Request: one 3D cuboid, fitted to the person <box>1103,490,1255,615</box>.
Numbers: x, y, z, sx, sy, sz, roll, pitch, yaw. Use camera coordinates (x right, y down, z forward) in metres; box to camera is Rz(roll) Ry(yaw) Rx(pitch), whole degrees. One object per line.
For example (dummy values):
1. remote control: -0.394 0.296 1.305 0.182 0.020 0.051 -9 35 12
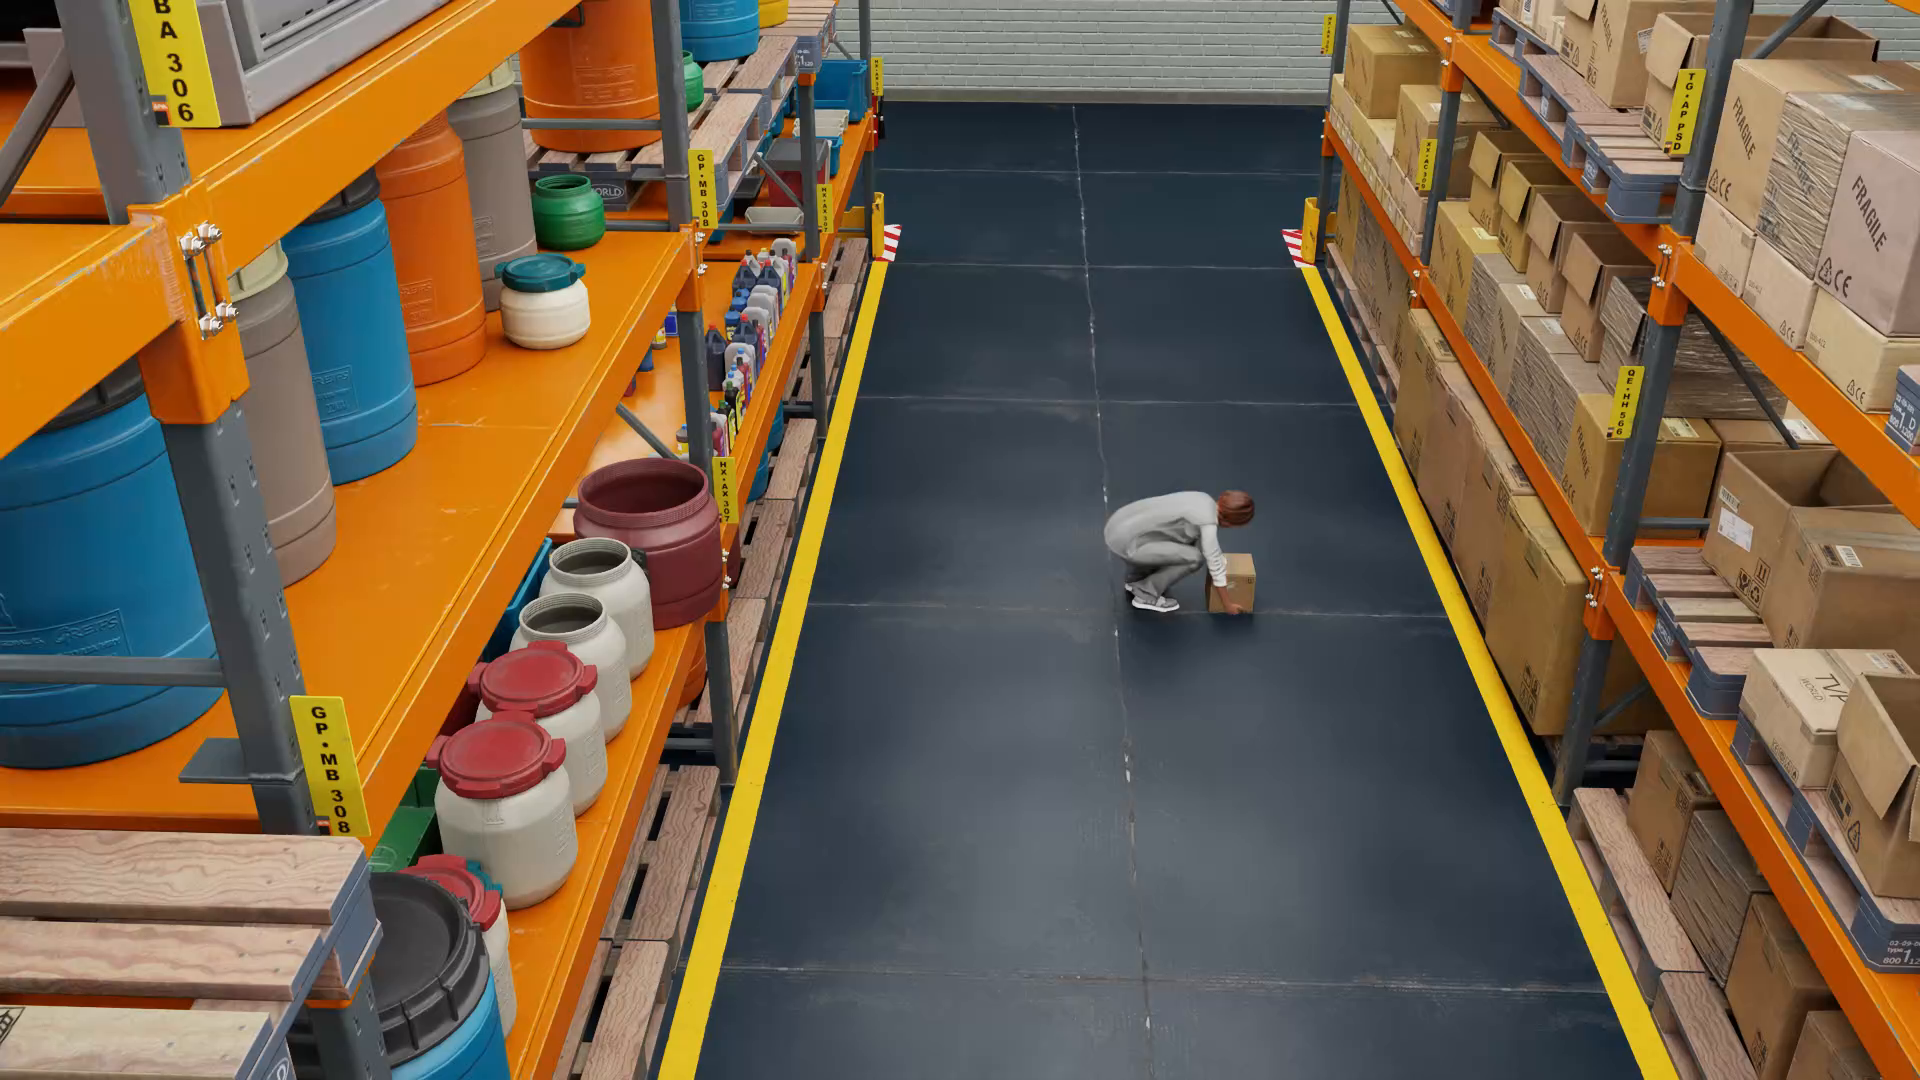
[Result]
1. person: 1.242 0.070 9.522 0.850 0.707 0.415 0 28 1
